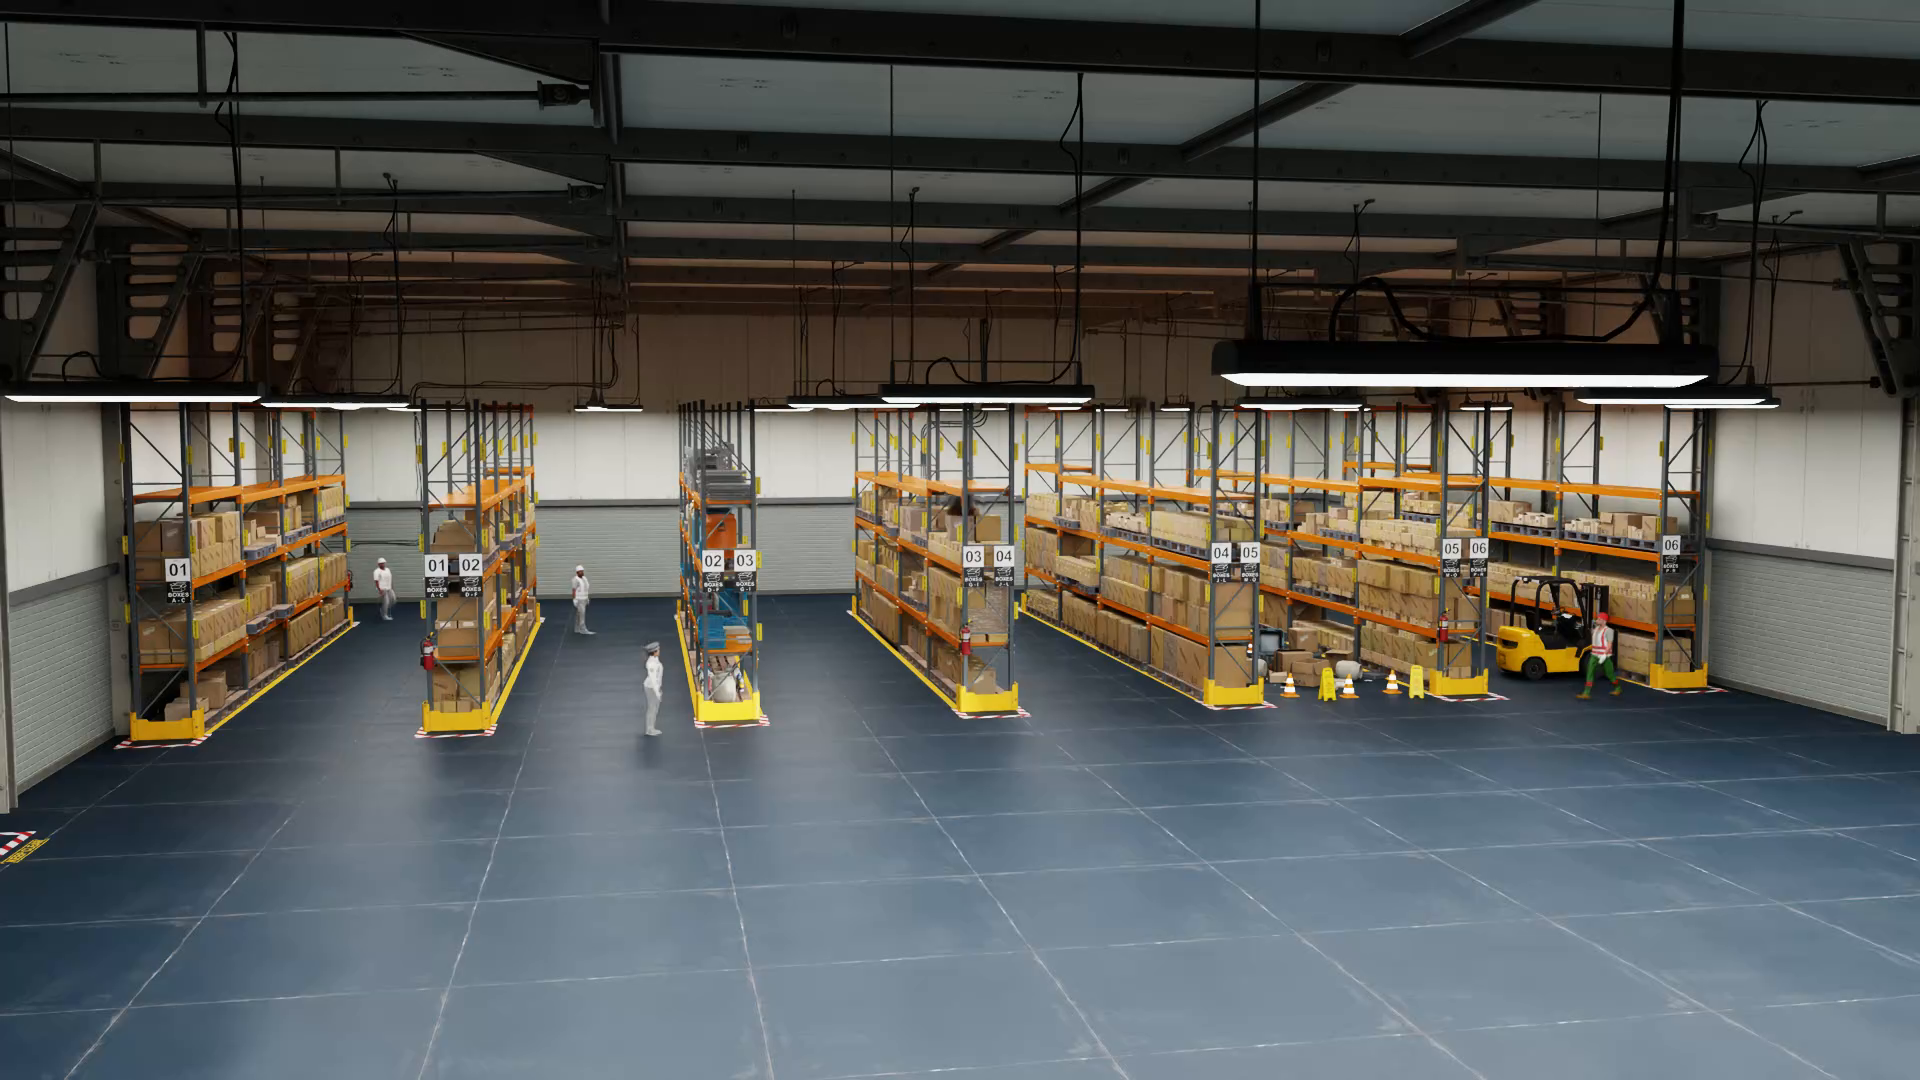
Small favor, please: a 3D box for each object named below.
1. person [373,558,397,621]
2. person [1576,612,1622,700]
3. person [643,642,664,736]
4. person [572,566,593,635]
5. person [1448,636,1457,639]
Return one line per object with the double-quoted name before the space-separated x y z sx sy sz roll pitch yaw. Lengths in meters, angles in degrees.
"person" -15.898 1.363 45.977 0.487 1.745 0.624 2 5 23
"person" 12.876 2.328 33.394 1.082 1.751 0.521 -3 5 -32
"person" -5.477 2.649 29.686 0.393 1.688 0.535 1 4 7
"person" -9.799 1.561 43.368 0.577 1.793 0.585 1 4 8
"person" 11.337 2.000 38.271 0.421 1.692 0.512 1 4 14
